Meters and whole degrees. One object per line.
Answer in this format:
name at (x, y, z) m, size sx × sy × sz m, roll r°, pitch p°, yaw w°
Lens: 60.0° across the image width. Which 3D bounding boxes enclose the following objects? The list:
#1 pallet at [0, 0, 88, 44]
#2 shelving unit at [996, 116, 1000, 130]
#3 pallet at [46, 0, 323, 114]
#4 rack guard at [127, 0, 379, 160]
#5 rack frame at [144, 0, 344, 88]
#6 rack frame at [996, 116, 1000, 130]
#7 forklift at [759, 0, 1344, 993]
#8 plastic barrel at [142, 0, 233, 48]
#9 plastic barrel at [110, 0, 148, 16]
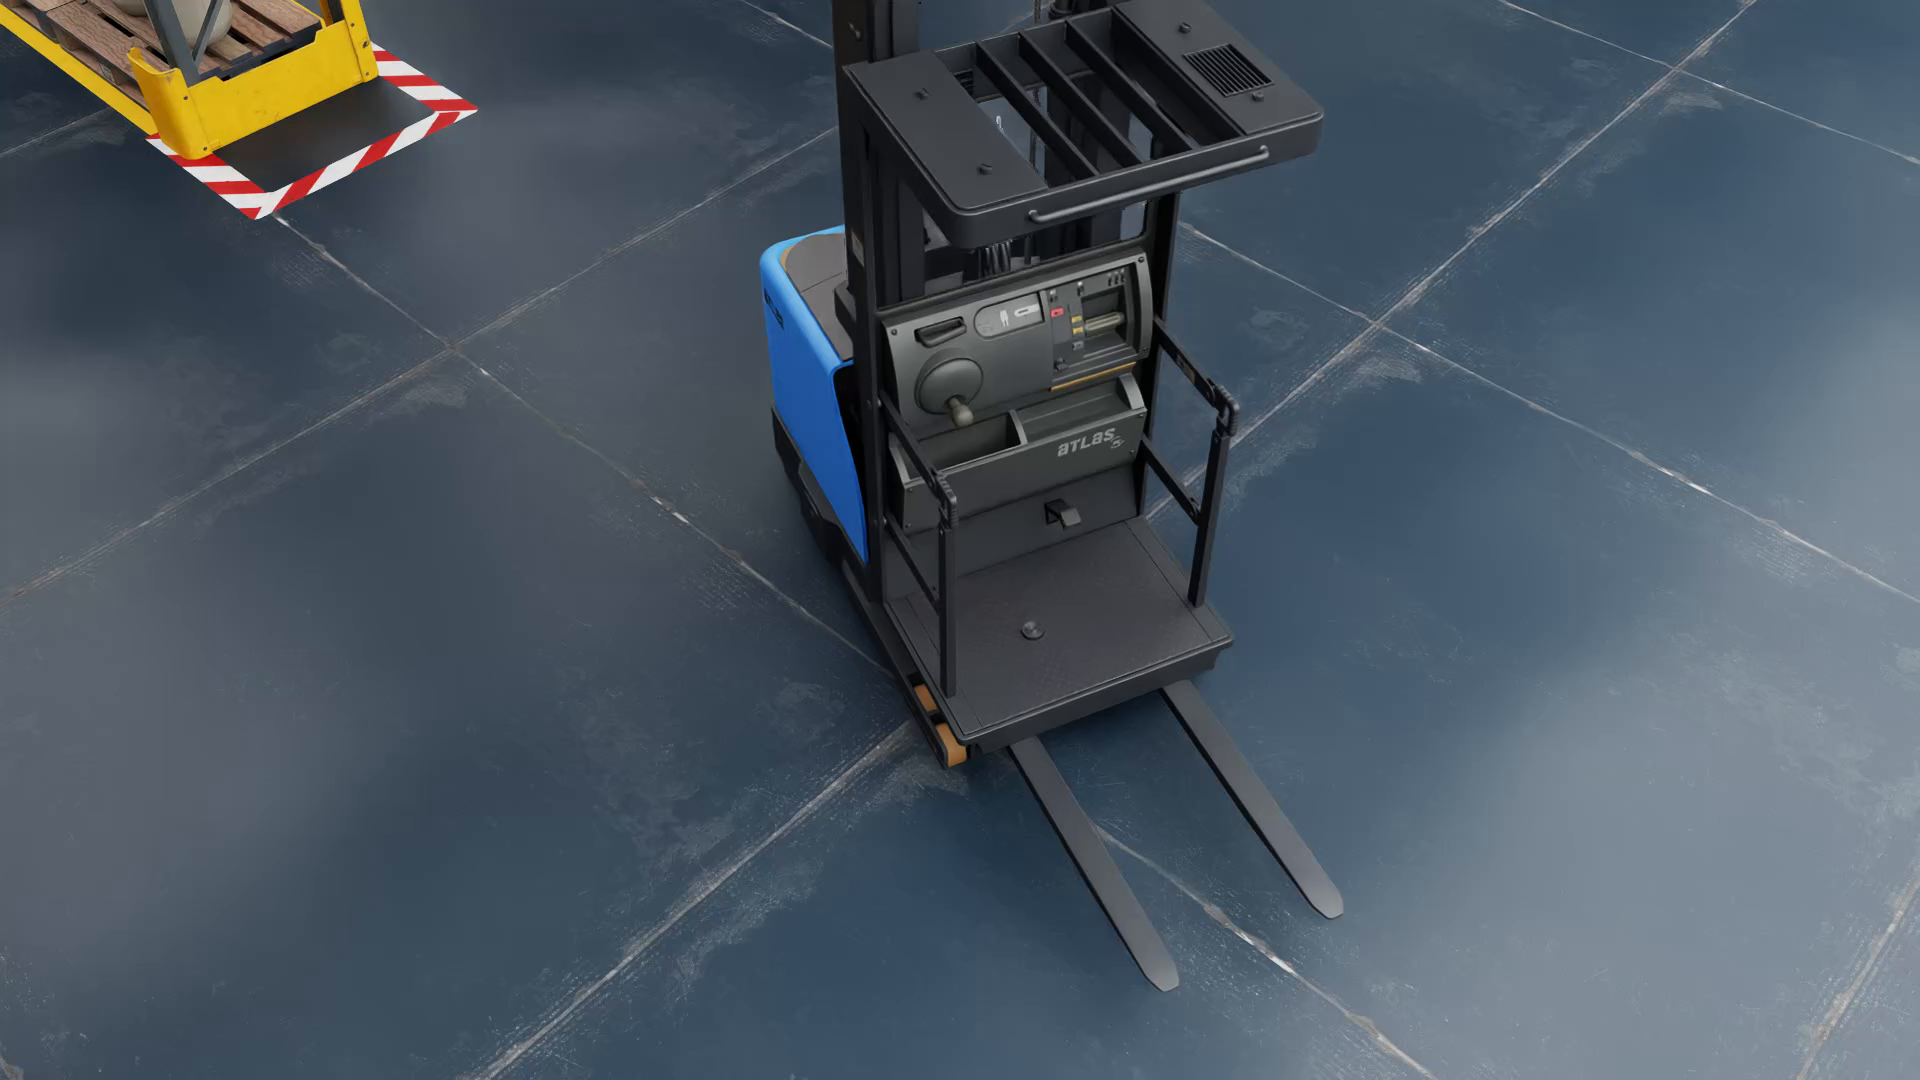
pallet at (-5.183, -3.421, 9.817) m, size 1.213 × 0.211 × 1.003 m, roll 34°, pitch 55°, yaw 28°
shelving unit at (-0.074, -1.190, 7.044) m, size 0.503 × 1.200 × 0.258 m, roll -6°, pitch 47°, yaw -5°
pallet at (-4.291, -2.818, 9.251) m, size 1.213 × 0.211 × 1.003 m, roll 34°, pitch 55°, yaw 28°
rack guard at (-3.697, -2.512, 8.766) m, size 0.348 × 0.500 × 1.175 m, roll 34°, pitch 55°, yaw 28°
rack frame at (-3.610, -3.355, 7.843) m, size 0.127 × 3.000 × 1.000 m, roll 34°, pitch 55°, yaw 28°
rack frame at (0.168, -1.214, 7.067) m, size 0.015 × 1.200 × 0.240 m, roll -6°, pitch 47°, yaw -5°
forklift at (0.295, -0.557, 5.263) m, size 1.130 × 2.935 × 3.031 m, roll -19°, pitch 50°, yaw -17°
plastic barrel at (-4.145, -2.932, 8.864) m, size 0.421 × 0.512 × 0.421 m, roll 0°, pitch 47°, yaw 0°
plastic barrel at (-4.513, -3.180, 9.097) m, size 0.421 × 0.512 × 0.421 m, roll 0°, pitch 47°, yaw 0°
